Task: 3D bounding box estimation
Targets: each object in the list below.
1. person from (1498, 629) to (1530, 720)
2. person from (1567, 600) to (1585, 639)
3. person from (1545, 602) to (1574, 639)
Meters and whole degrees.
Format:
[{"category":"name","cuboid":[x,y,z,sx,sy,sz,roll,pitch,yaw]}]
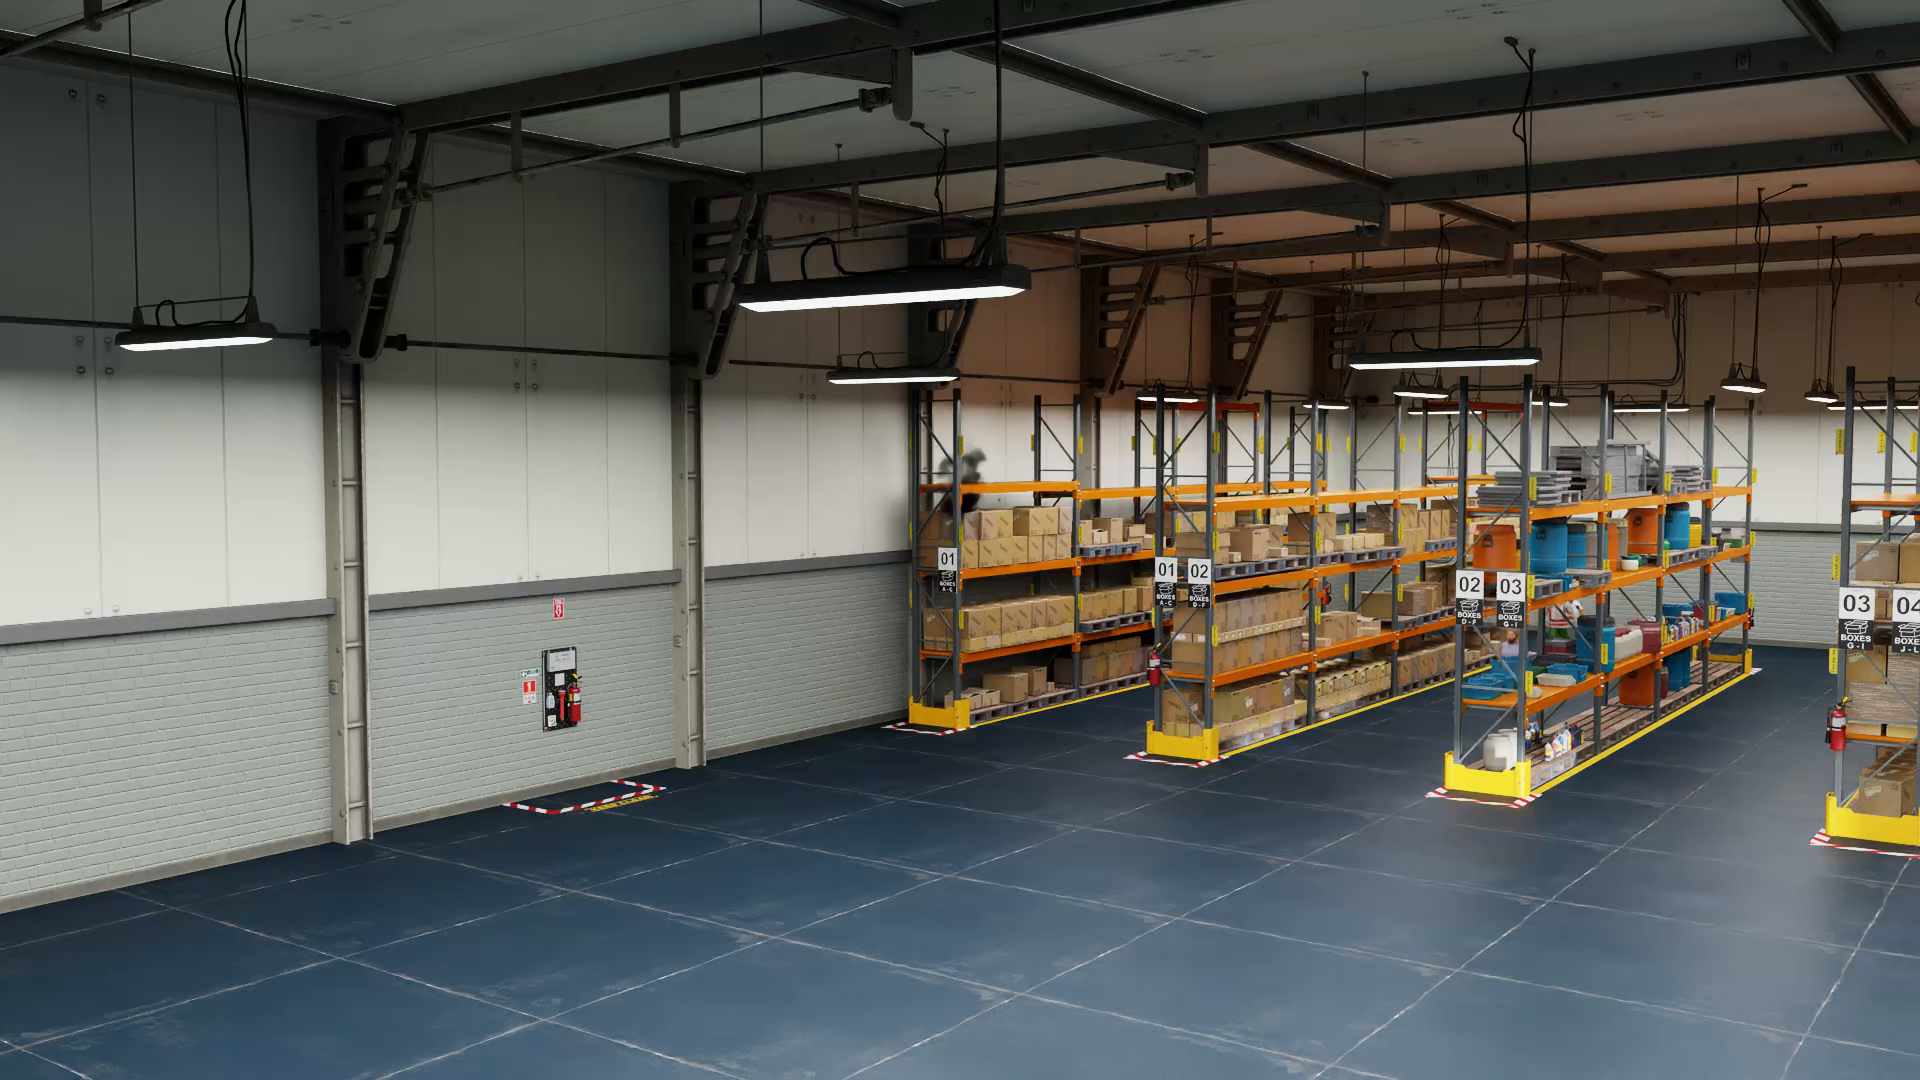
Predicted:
[{"category":"person","cuboid":[10.091,2.471,30.335,0.597,1.675,0.726,2,4,32]},{"category":"person","cuboid":[14.080,2.021,38.337,0.631,1.672,0.855,1,3,11]},{"category":"person","cuboid":[13.391,1.981,37.199,0.679,1.809,0.977,2,4,31]}]
